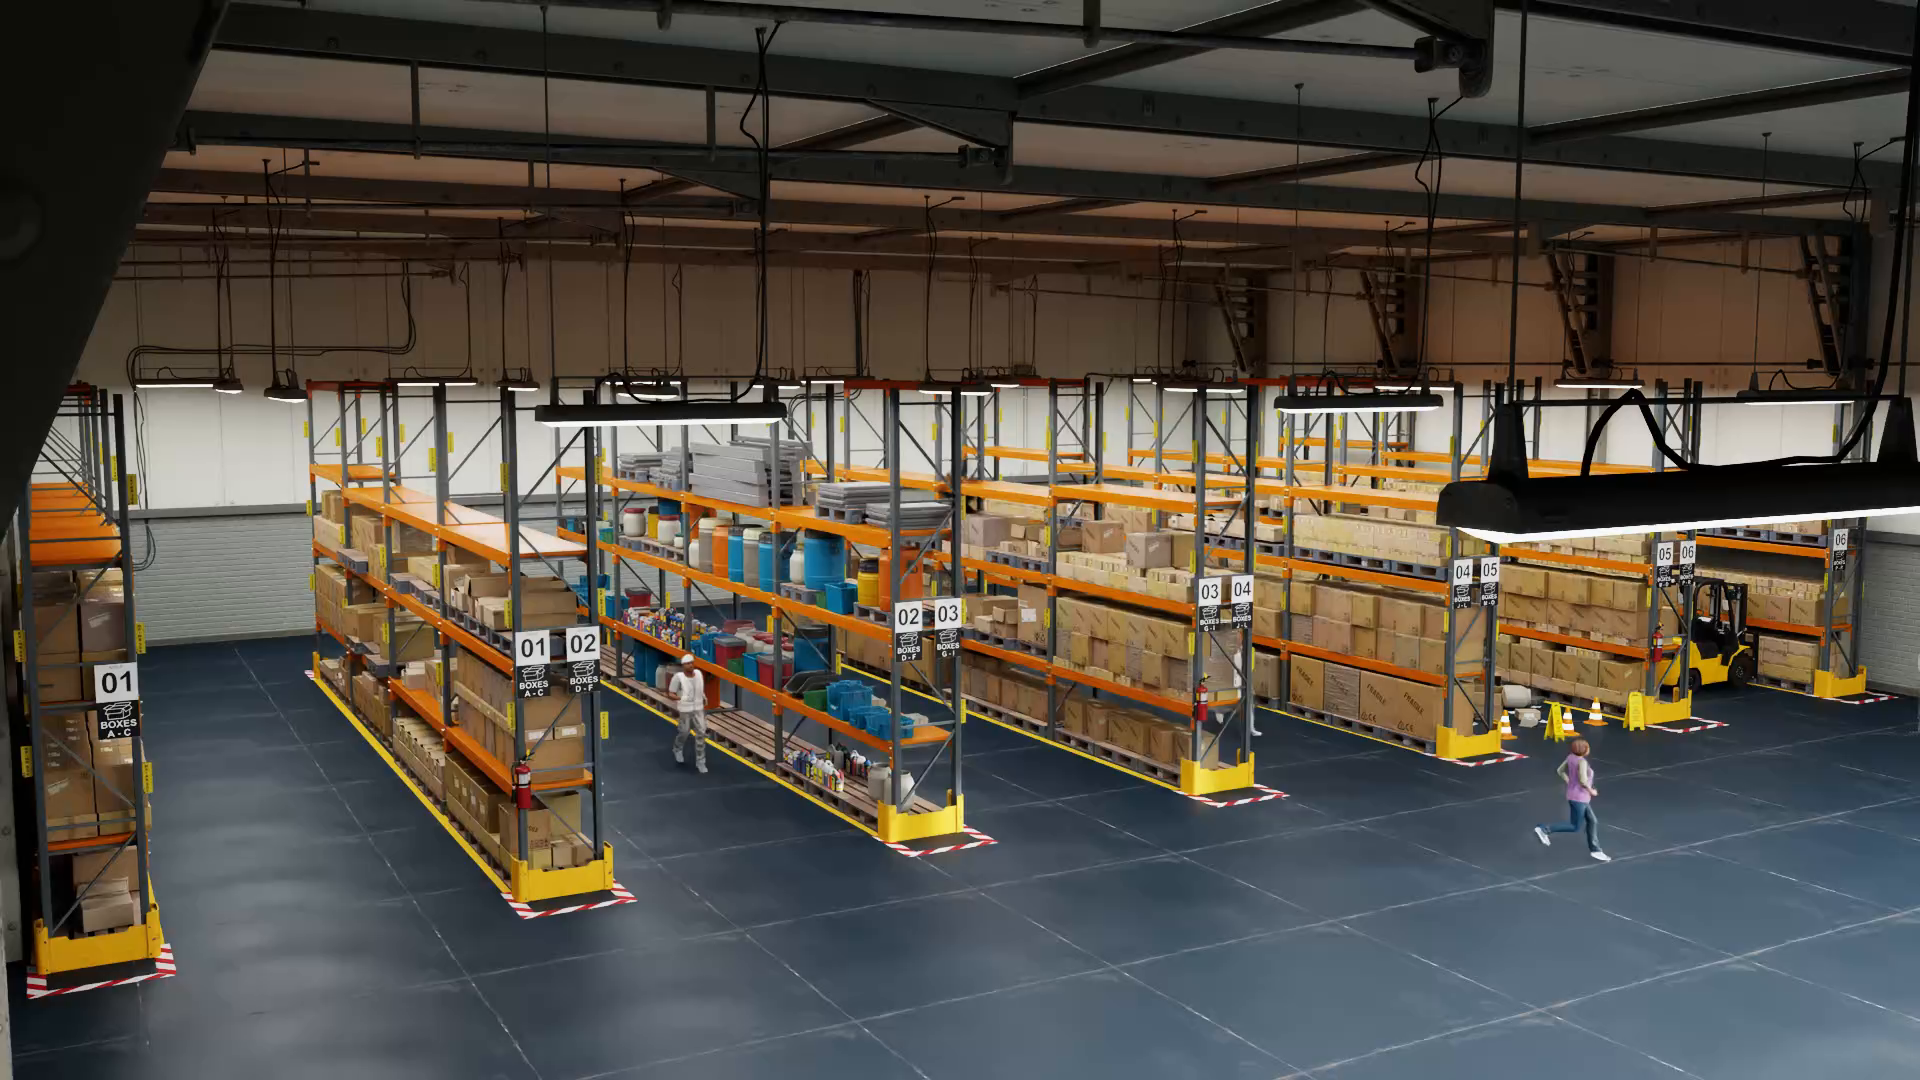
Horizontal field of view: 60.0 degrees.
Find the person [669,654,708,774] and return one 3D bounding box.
[{"bbox_3d":[-4.223,2.683,25.947,0.686,1.819,0.924,-4,7,-31],"label":"person"}]

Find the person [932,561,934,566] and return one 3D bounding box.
[{"bbox_3d":[-0.560,1.319,39.179,0.684,1.731,0.795,-2,6,-17],"label":"person"}]

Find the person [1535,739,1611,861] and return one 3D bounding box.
[{"bbox_3d":[7.829,3.319,21.176,0.983,1.584,0.518,1,6,6],"label":"person"}]

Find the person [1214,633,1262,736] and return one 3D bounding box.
[{"bbox_3d":[4.779,2.452,28.400,0.724,1.751,1.014,-5,8,-37],"label":"person"}]
